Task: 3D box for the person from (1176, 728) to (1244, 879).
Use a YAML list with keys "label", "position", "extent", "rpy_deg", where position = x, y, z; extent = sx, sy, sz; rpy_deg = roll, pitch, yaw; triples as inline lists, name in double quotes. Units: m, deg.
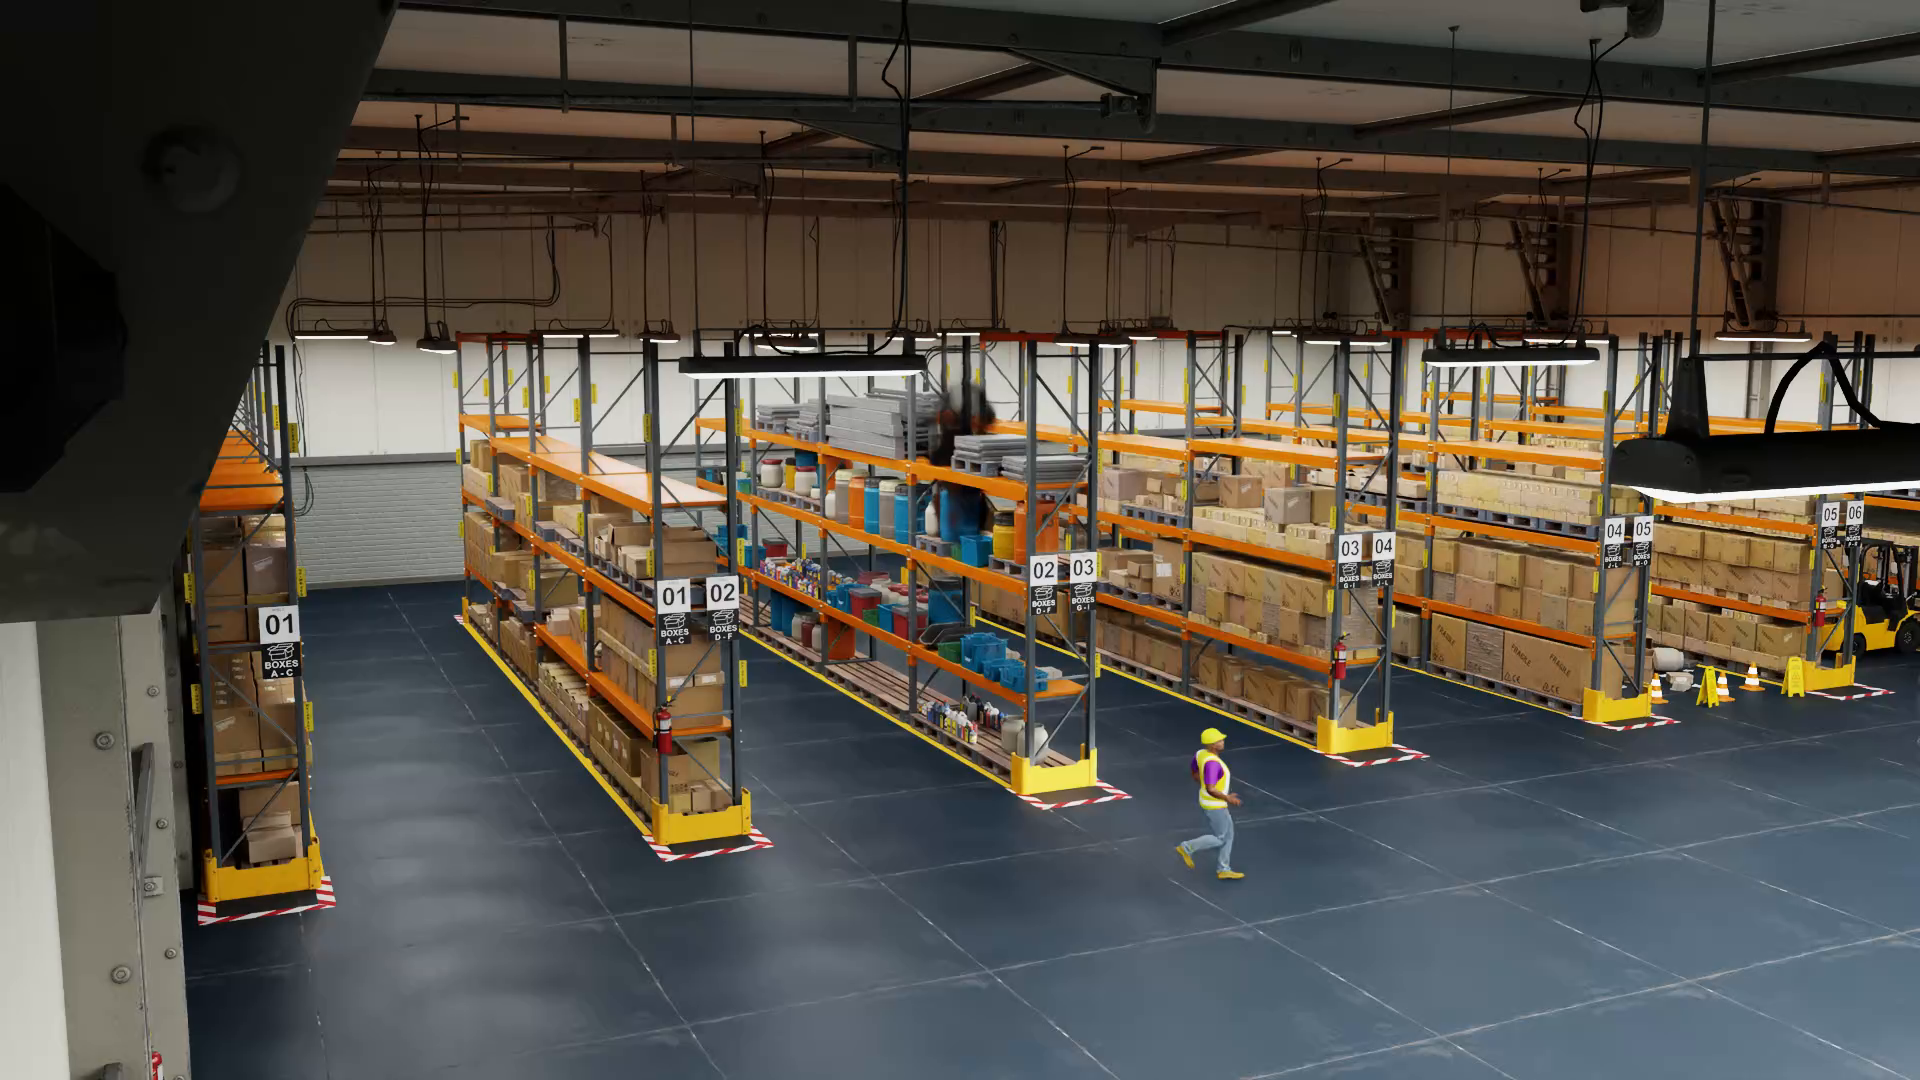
- label: "person"
  position: [2.817, 2.965, 18.701]
  extent: [0.787, 1.735, 0.698]
  rpy_deg: [0, 8, -1]
